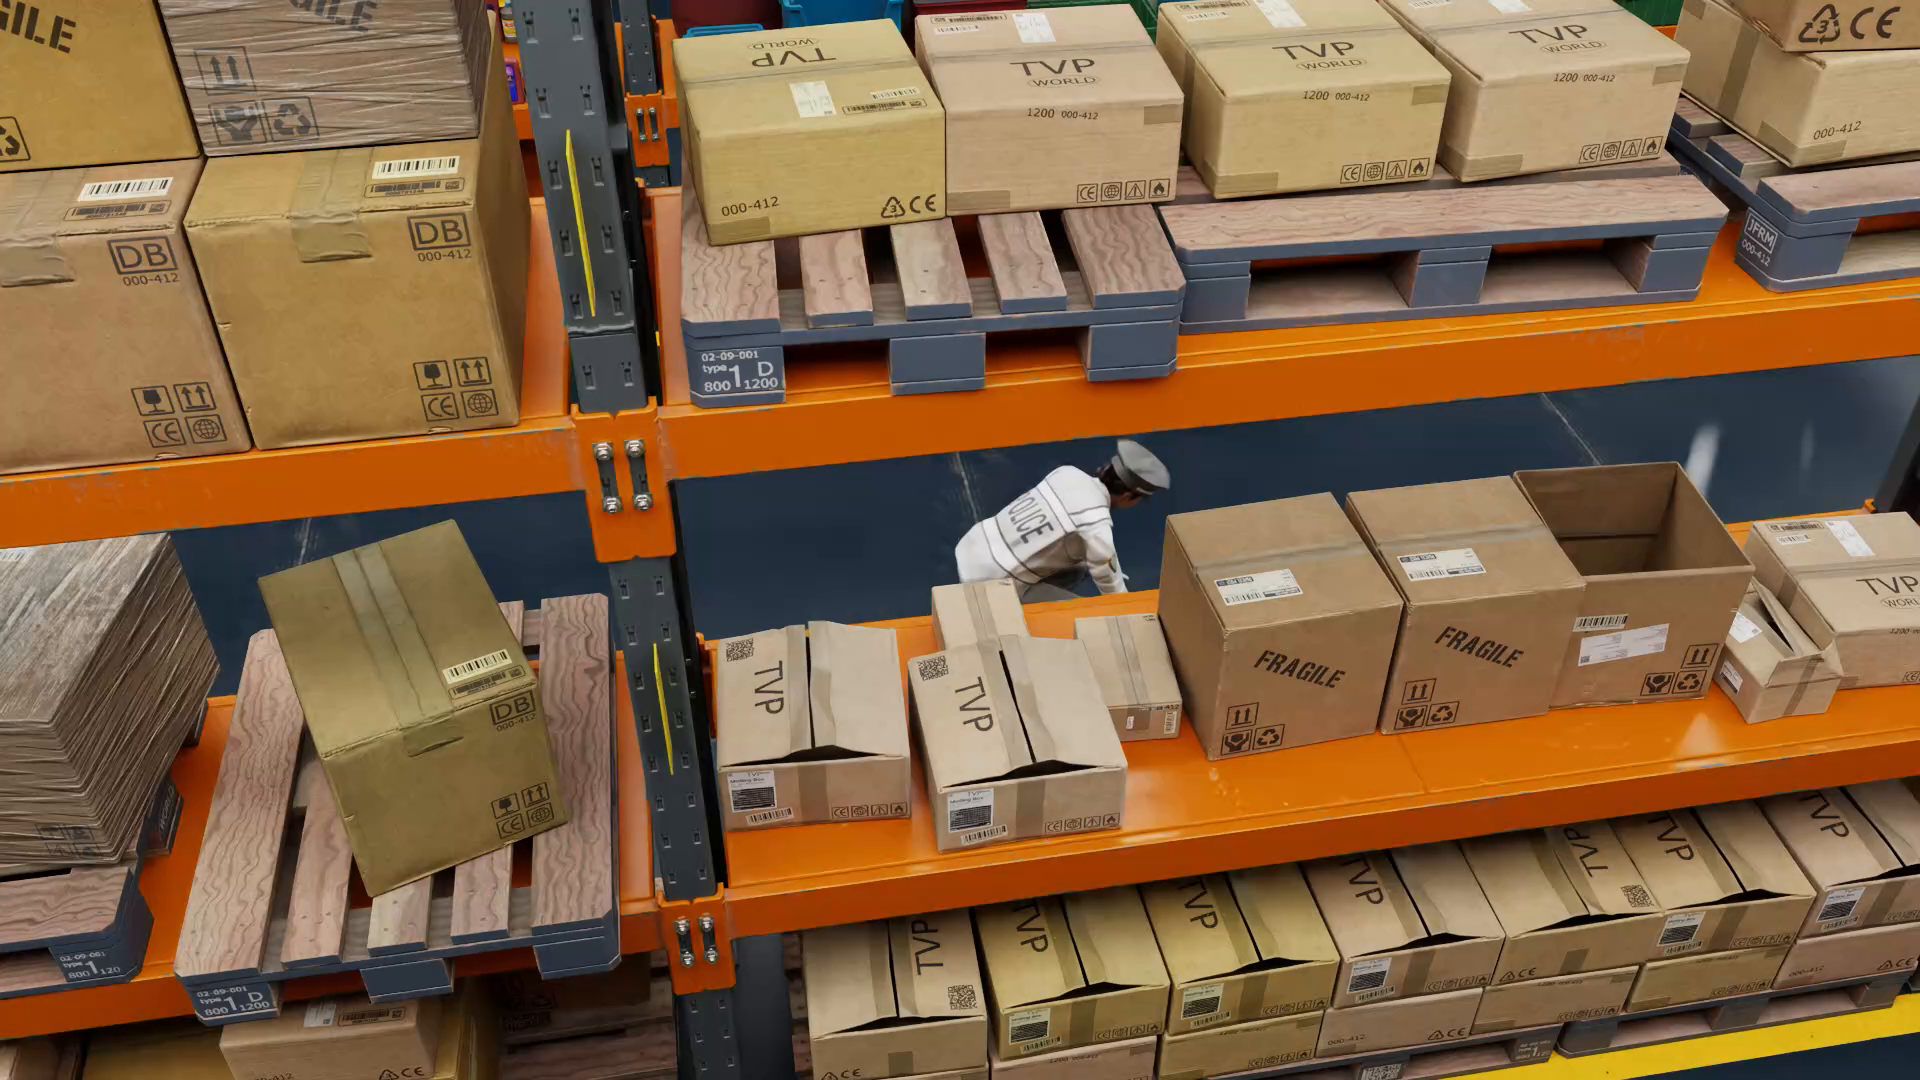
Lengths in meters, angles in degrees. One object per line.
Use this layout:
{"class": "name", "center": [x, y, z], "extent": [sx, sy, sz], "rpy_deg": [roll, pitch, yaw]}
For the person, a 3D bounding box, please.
{"class": "person", "center": [0.398, 0.099, 6.541], "extent": [0.837, 1.028, 0.497], "rpy_deg": [-6, 39, -8]}
